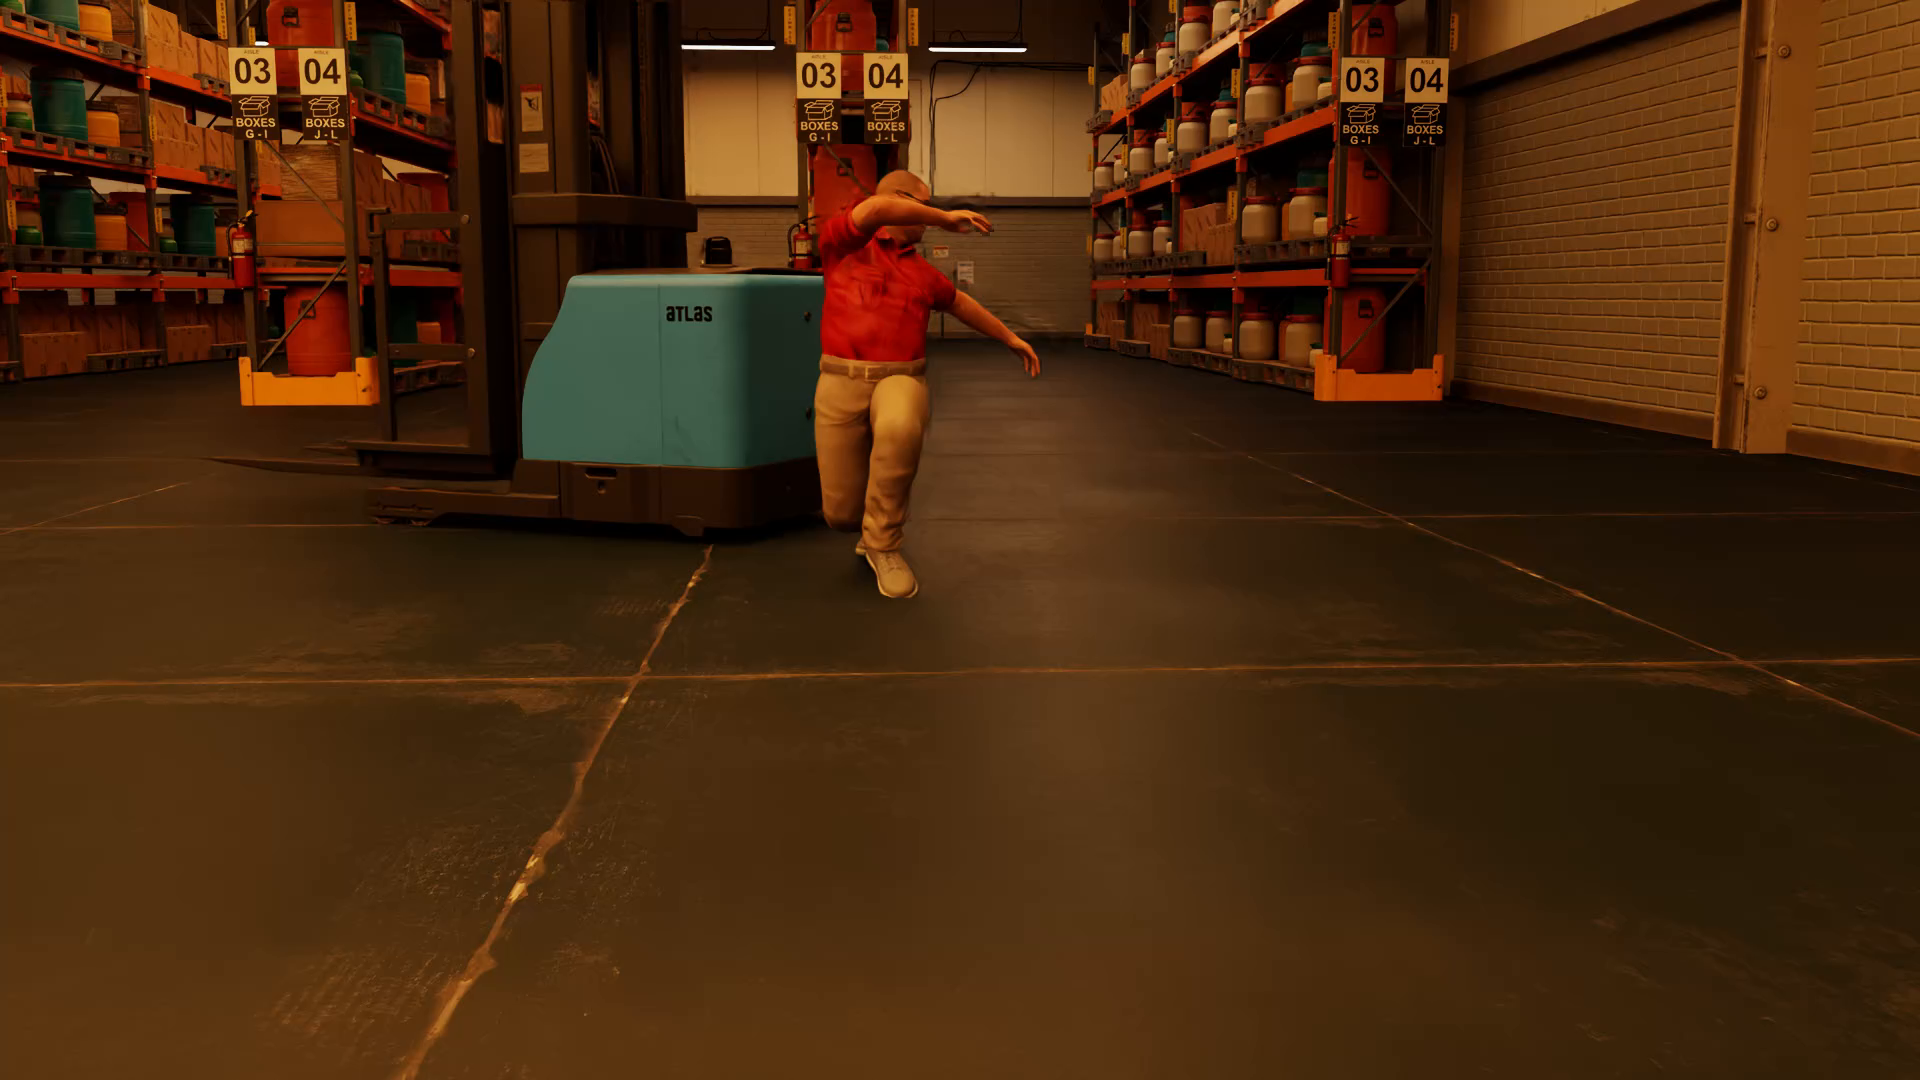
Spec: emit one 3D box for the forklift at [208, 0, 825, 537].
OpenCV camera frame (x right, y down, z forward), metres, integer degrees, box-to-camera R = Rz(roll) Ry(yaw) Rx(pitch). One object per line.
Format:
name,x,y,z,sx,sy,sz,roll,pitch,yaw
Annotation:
forklift,-2.054,-1.576,7.448,3.031,2.935,1.130,4,9,23

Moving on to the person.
person,-0.073,-0.584,5.927,0.898,1.457,0.985,-2,9,-10
